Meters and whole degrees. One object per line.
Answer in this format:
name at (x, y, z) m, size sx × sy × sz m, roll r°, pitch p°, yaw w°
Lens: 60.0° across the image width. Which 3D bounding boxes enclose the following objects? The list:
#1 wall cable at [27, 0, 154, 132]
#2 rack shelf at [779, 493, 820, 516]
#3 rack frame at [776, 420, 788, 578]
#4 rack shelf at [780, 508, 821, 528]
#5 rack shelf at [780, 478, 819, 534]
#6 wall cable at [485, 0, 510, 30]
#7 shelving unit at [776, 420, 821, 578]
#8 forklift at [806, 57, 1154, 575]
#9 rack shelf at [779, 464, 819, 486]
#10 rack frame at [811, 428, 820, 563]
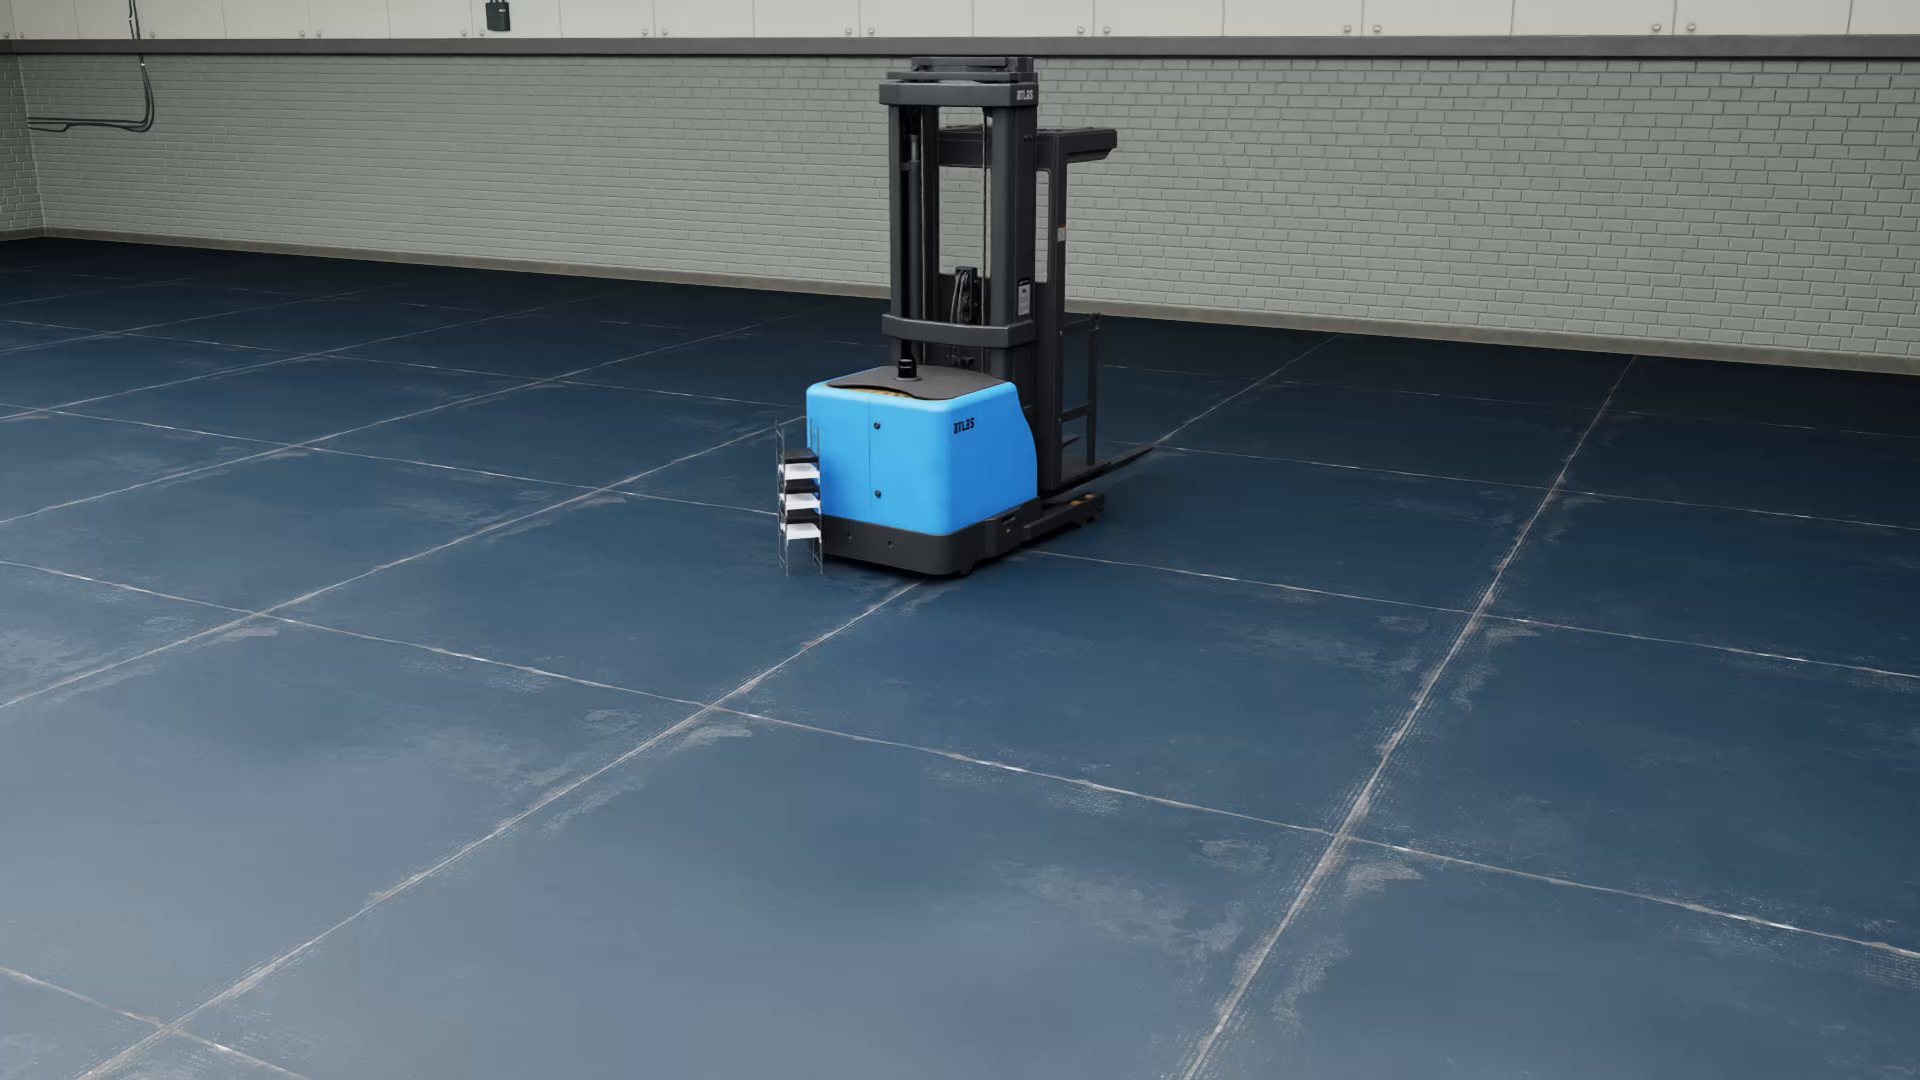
wall cable at (-13.735, -7.623, 25.839) m, size 3.097 × 2.526 × 0.112 m, roll 8°, pitch 18°, yaw 25°
rack shelf at (-0.946, -0.216, 9.787) m, size 0.200 × 0.077 × 0.258 m, roll -5°, pitch 17°, yaw -15°
rack frame at (-1.044, -0.240, 9.751) m, size 0.006 × 0.900 × 0.240 m, roll -5°, pitch 17°, yaw -15°
rack shelf at (-0.946, -0.129, 9.813) m, size 0.200 × 0.077 × 0.258 m, roll -5°, pitch 17°, yaw -15°
rack shelf at (-0.946, -0.199, 9.792) m, size 0.190 × 0.281 × 0.221 m, roll -5°, pitch 17°, yaw -15°
wall cable at (-5.249, -9.530, 20.833) m, size 2.305 × 6.003 × 0.169 m, roll 8°, pitch 18°, yaw 25°
shelving unit at (-0.947, -0.248, 9.777) m, size 0.208 × 0.900 × 0.258 m, roll -5°, pitch 17°, yaw -15°
forklift at (4.252, -3.816, 7.570) m, size 10.267 × 9.002 × 54.694 m, roll 11°, pitch 20°, yaw 32°
rack shelf at (-0.946, -0.388, 9.736) m, size 0.200 × 0.077 × 0.258 m, roll -5°, pitch 17°, yaw -15°
rack frame at (-0.849, -0.256, 9.805) m, size 0.003 × 0.785 × 0.228 m, roll -5°, pitch 17°, yaw -15°
